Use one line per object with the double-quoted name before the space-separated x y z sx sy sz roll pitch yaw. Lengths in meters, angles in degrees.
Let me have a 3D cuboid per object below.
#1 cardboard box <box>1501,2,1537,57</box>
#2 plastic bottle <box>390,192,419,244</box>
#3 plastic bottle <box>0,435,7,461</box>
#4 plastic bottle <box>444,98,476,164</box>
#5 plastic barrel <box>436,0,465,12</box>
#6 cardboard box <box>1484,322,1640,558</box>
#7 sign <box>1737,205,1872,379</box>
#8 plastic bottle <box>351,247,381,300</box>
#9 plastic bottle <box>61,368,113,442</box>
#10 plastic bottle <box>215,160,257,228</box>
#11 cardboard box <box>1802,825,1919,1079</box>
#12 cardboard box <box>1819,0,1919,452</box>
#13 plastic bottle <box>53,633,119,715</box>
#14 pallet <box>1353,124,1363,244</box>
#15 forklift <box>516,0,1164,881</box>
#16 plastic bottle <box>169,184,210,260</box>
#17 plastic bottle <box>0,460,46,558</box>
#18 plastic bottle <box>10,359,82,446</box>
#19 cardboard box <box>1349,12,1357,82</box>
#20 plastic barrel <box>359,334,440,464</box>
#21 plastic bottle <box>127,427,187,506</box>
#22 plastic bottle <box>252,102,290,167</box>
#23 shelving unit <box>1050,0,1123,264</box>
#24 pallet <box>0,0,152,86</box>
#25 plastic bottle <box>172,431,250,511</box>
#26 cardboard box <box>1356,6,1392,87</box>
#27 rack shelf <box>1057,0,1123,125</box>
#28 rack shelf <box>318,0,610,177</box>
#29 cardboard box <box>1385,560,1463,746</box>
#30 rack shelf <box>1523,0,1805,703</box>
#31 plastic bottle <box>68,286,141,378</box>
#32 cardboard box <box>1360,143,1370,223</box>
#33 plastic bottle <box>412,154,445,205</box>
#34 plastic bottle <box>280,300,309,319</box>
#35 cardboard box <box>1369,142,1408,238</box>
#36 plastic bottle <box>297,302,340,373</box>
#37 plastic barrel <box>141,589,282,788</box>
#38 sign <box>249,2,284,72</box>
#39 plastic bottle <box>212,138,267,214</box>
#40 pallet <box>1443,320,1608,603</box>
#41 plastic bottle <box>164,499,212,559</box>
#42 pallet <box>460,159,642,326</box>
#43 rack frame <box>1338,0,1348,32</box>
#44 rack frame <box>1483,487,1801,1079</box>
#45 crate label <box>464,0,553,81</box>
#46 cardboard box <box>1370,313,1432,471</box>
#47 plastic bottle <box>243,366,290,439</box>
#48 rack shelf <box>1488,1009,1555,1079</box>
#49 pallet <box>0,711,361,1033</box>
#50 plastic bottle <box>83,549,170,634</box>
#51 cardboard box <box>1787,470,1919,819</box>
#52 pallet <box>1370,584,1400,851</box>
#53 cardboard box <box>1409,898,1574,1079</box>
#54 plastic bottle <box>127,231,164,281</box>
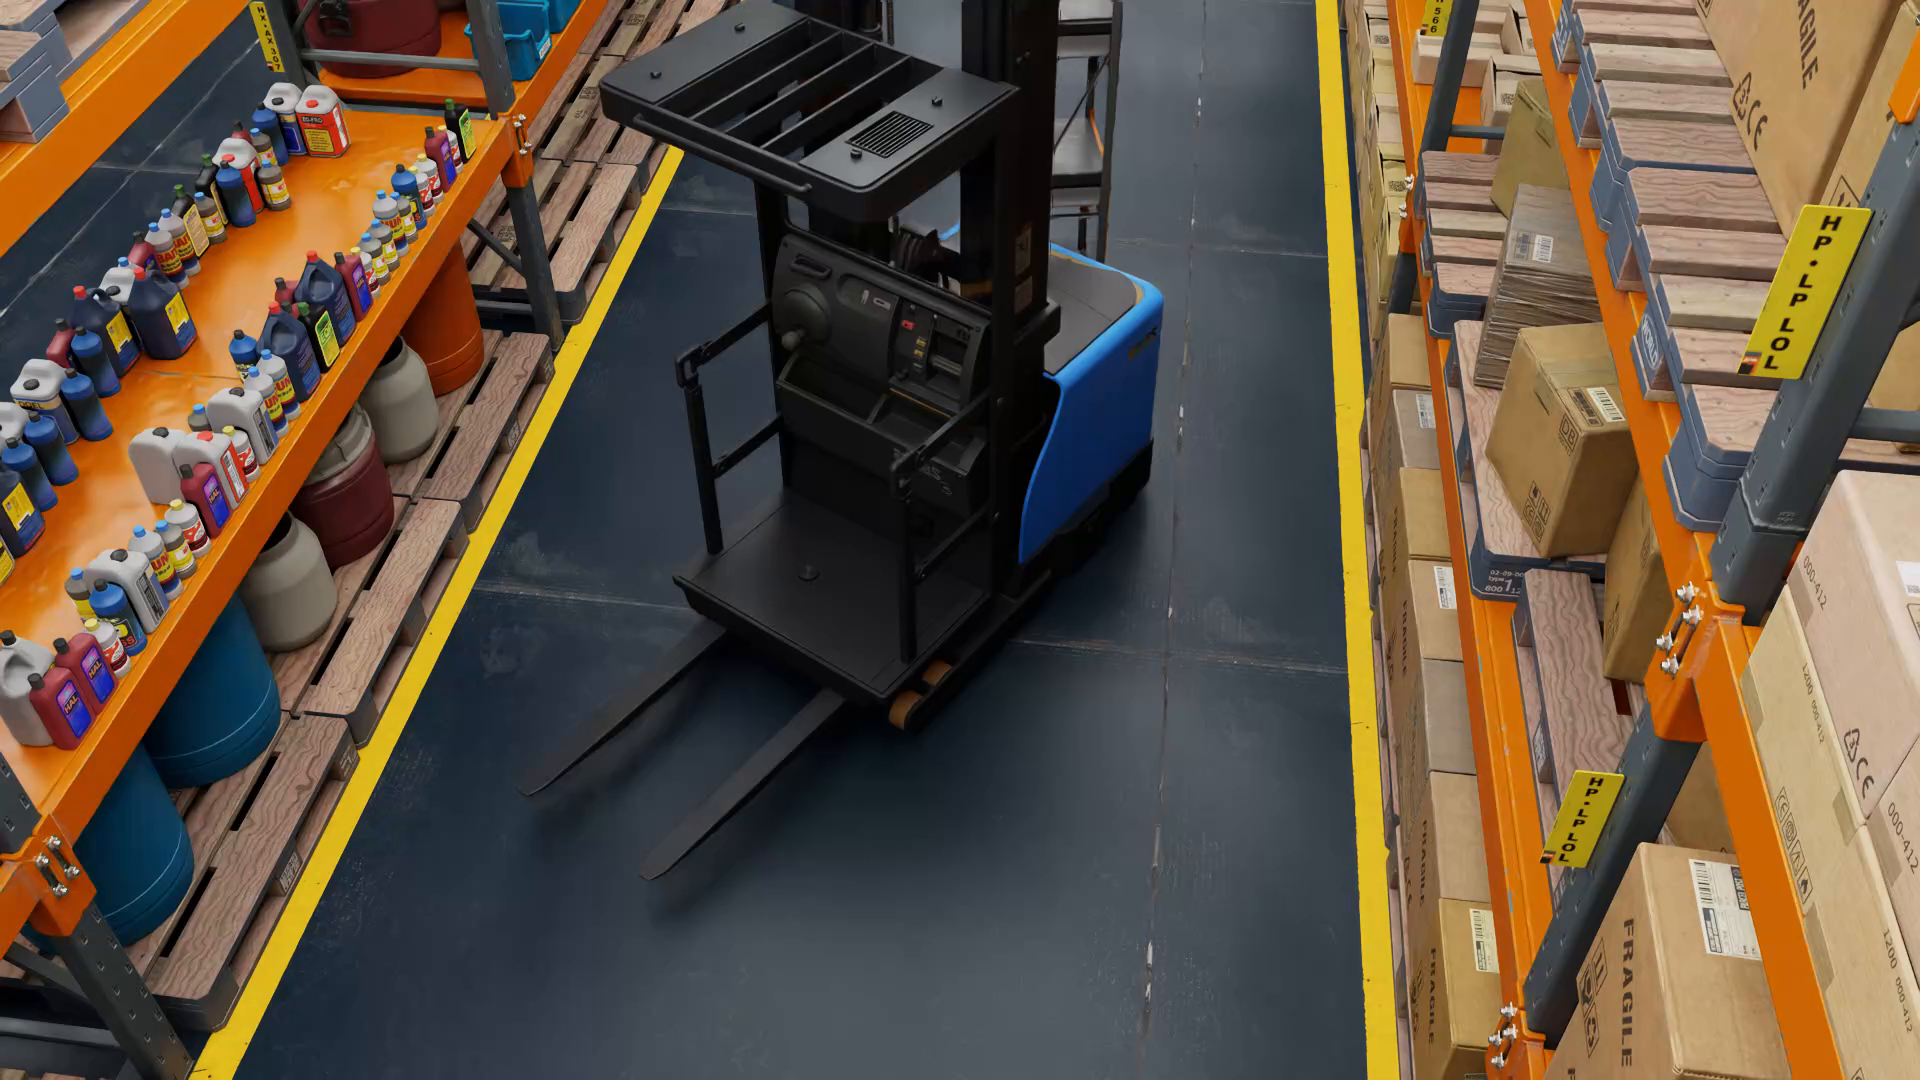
"cardboard box" 2.735 -2.209 7.488 0.500 0.311 0.500 5 44 5
"plastic bottle" -2.218 -1.282 6.589 0.097 0.201 0.097 0 43 0
"plastic bottle" -3.167 -0.222 5.415 0.152 0.276 0.135 5 44 6
"plastic bottle" -2.115 -1.745 7.019 0.061 0.283 0.133 5 44 6
"plastic barrel" -2.560 -2.863 8.033 0.421 0.512 0.421 0 43 0
"cardboard box" 2.068 -0.322 5.052 0.700 0.500 0.500 -5 44 -5
"sign" 1.345 -0.391 2.660 0.100 0.325 0.005 5 44 6
"plastic bottle" -2.269 -1.017 6.309 0.097 0.201 0.097 0 43 0
"plastic bottle" -2.992 -0.471 5.682 0.097 0.271 0.097 0 43 0
"plastic bottle" -2.905 -1.393 6.655 0.097 0.271 0.097 0 43 0
"cardboard box" 1.516 0.691 2.288 0.500 0.250 0.500 5 44 6
"cardboard box" 2.036 -0.574 3.064 0.600 0.600 0.600 1 43 2
"plastic bottle" -2.524 0.364 4.791 0.061 0.283 0.133 5 44 6
"pallet" 2.736 -2.023 9.256 1.003 0.211 1.213 5 44 6
"forklift" -0.431 -0.702 5.882 1.130 2.935 3.031 27 50 26
"plastic bottle" -3.017 -1.235 6.479 0.061 0.283 0.133 5 44 6
"plastic bottle" -3.049 -0.127 5.261 0.144 0.351 0.185 5 44 6
"plastic bottle" -3.118 -0.472 5.679 0.152 0.276 0.135 5 44 6
"cardboard box" 2.586 -2.929 9.878 0.500 0.250 0.500 6 44 7
"plastic barrel" -2.518 -0.623 7.253 0.421 0.512 0.421 0 43 0
"plastic bottle" -2.603 -0.257 5.452 0.152 0.276 0.135 5 44 6
"plastic bottle" -2.905 -1.713 6.994 0.097 0.271 0.097 0 43 0
"shelving unit" 0.419 -1.569 7.402 0.431 2.100 0.503 -4 44 -4
"pallet" -2.860 -1.713 4.855 1.003 0.211 1.213 5 44 6
"plastic bottle" -2.452 -0.243 5.437 0.152 0.276 0.135 5 44 6
"cardboard box" 2.514 -2.781 9.314 0.500 0.311 0.500 4 44 4
"rack shelf" 0.419 -2.067 6.930 0.431 0.518 0.480 -4 44 -4
"rack shelf" -2.220 -3.204 8.998 1.077 0.370 4.000 5 44 6
"cardboard box" 1.883 0.438 6.126 0.500 0.500 0.500 4 44 4
"rack shelf" 2.161 -1.114 4.609 1.077 0.370 4.000 5 44 6
"plastic bottle" -3.070 -0.765 5.934 0.144 0.351 0.185 5 44 6
"cardboard box" 2.387 -1.878 8.769 0.500 0.250 0.500 6 44 6
"plastic bottle" -2.179 -1.481 6.800 0.097 0.201 0.097 0 43 0
"plastic bottle" -2.369 -0.755 5.973 0.061 0.283 0.133 5 44 6
"cardboard box" 2.312 -1.741 8.216 0.500 0.311 0.500 5 44 5
"plastic bottle" -2.308 -0.750 5.967 0.061 0.283 0.133 5 44 6
"plastic barrel" -2.831 0.382 5.908 0.600 0.901 0.708 5 44 6
"sign" -3.031 -2.207 7.302 0.100 0.325 0.005 5 44 6
"plastic bottle" -2.923 -1.476 6.740 0.152 0.276 0.135 5 44 6
"pallet" 2.172 -0.254 5.498 1.003 0.211 1.213 5 44 6
"plastic bottle" -2.458 -0.043 5.281 0.097 0.201 0.097 0 43 0
"pallet" -2.344 -1.614 8.823 1.003 0.211 1.213 5 44 6
"rack frame" 2.954 -4.376 9.712 1.000 3.000 0.127 5 44 6
"rack frame" 1.896 1.077 3.953 1.000 3.000 0.127 5 44 6
"crate label" -2.057 -2.294 7.636 0.303 0.233 0.416 5 44 6
"cardboard box" 2.081 -0.617 7.241 0.500 0.500 0.500 7 44 7
"plastic bottle" -2.379 -0.476 5.687 0.097 0.271 0.097 0 43 0
"rack shelf" 1.632 2.701 2.761 1.077 0.370 4.000 5 44 6
"pallet" -2.870 1.114 5.942 1.003 0.211 1.213 5 44 6
"plastic bottle" -2.526 0.139 5.034 0.152 0.276 0.135 5 44 6
"cardboard box" 1.586 0.169 2.476 0.500 0.250 0.500 5 44 6
"pallet" 2.125 0.698 6.382 1.003 0.211 1.213 5 44 6
"cardboard box" 1.677 1.462 5.044 0.500 0.500 0.500 5 44 5
"plastic bottle" -3.060 -1.011 6.243 0.061 0.283 0.133 5 44 6
